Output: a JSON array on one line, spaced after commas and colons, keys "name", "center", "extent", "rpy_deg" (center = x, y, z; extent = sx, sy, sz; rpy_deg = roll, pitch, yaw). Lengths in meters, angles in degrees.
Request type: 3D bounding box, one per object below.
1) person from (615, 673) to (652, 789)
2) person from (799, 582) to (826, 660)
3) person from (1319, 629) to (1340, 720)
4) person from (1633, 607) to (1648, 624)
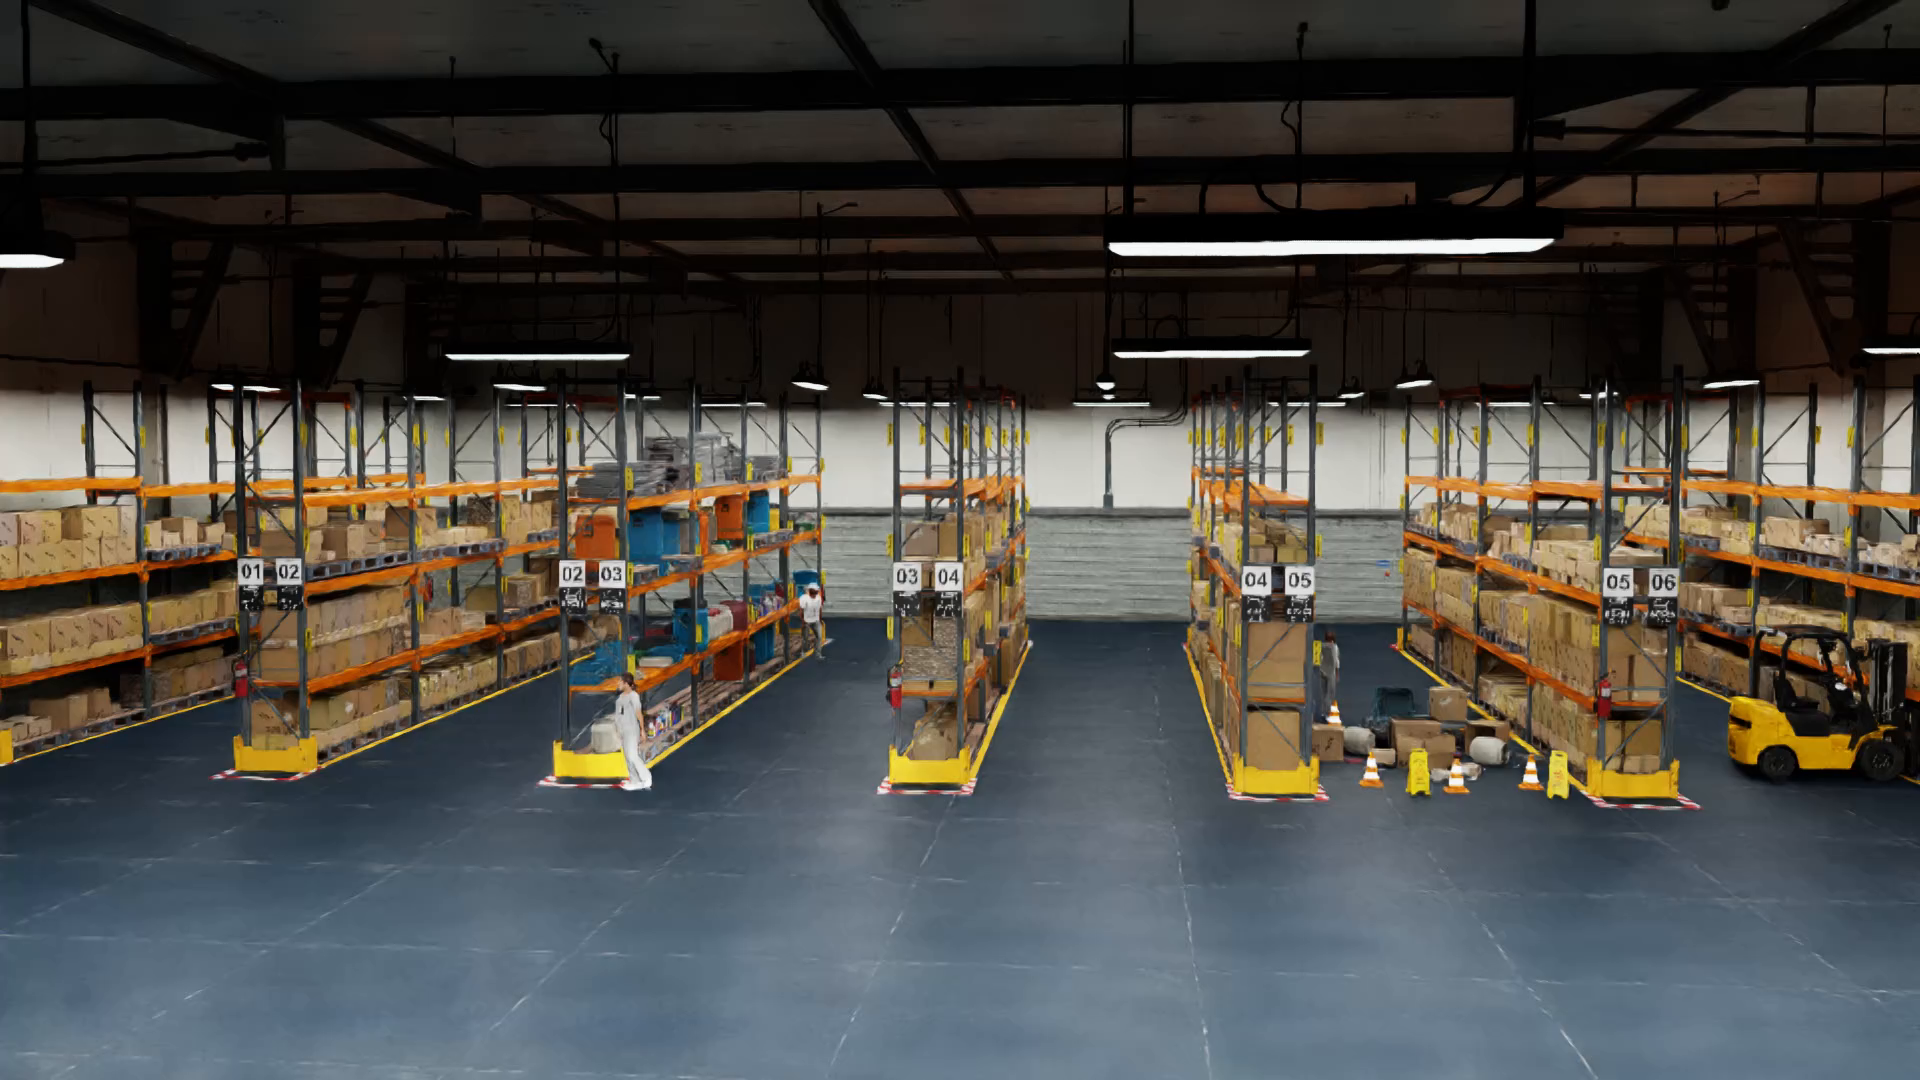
[{"name": "person", "center": [-4.617, 2.707, 23.562], "extent": [0.443, 1.656, 0.592], "rpy_deg": [-3, 5, -41]}, {"name": "person", "center": [-3.337, 1.808, 37.377], "extent": [0.646, 1.750, 0.620], "rpy_deg": [-2, 4, -32]}, {"name": "person", "center": [6.539, 2.374, 29.347], "extent": [0.405, 1.588, 0.468], "rpy_deg": [-2, 4, -26]}, {"name": "person", "center": [16.235, 1.716, 39.657], "extent": [0.550, 1.665, 0.520], "rpy_deg": [-2, 4, -28]}]
